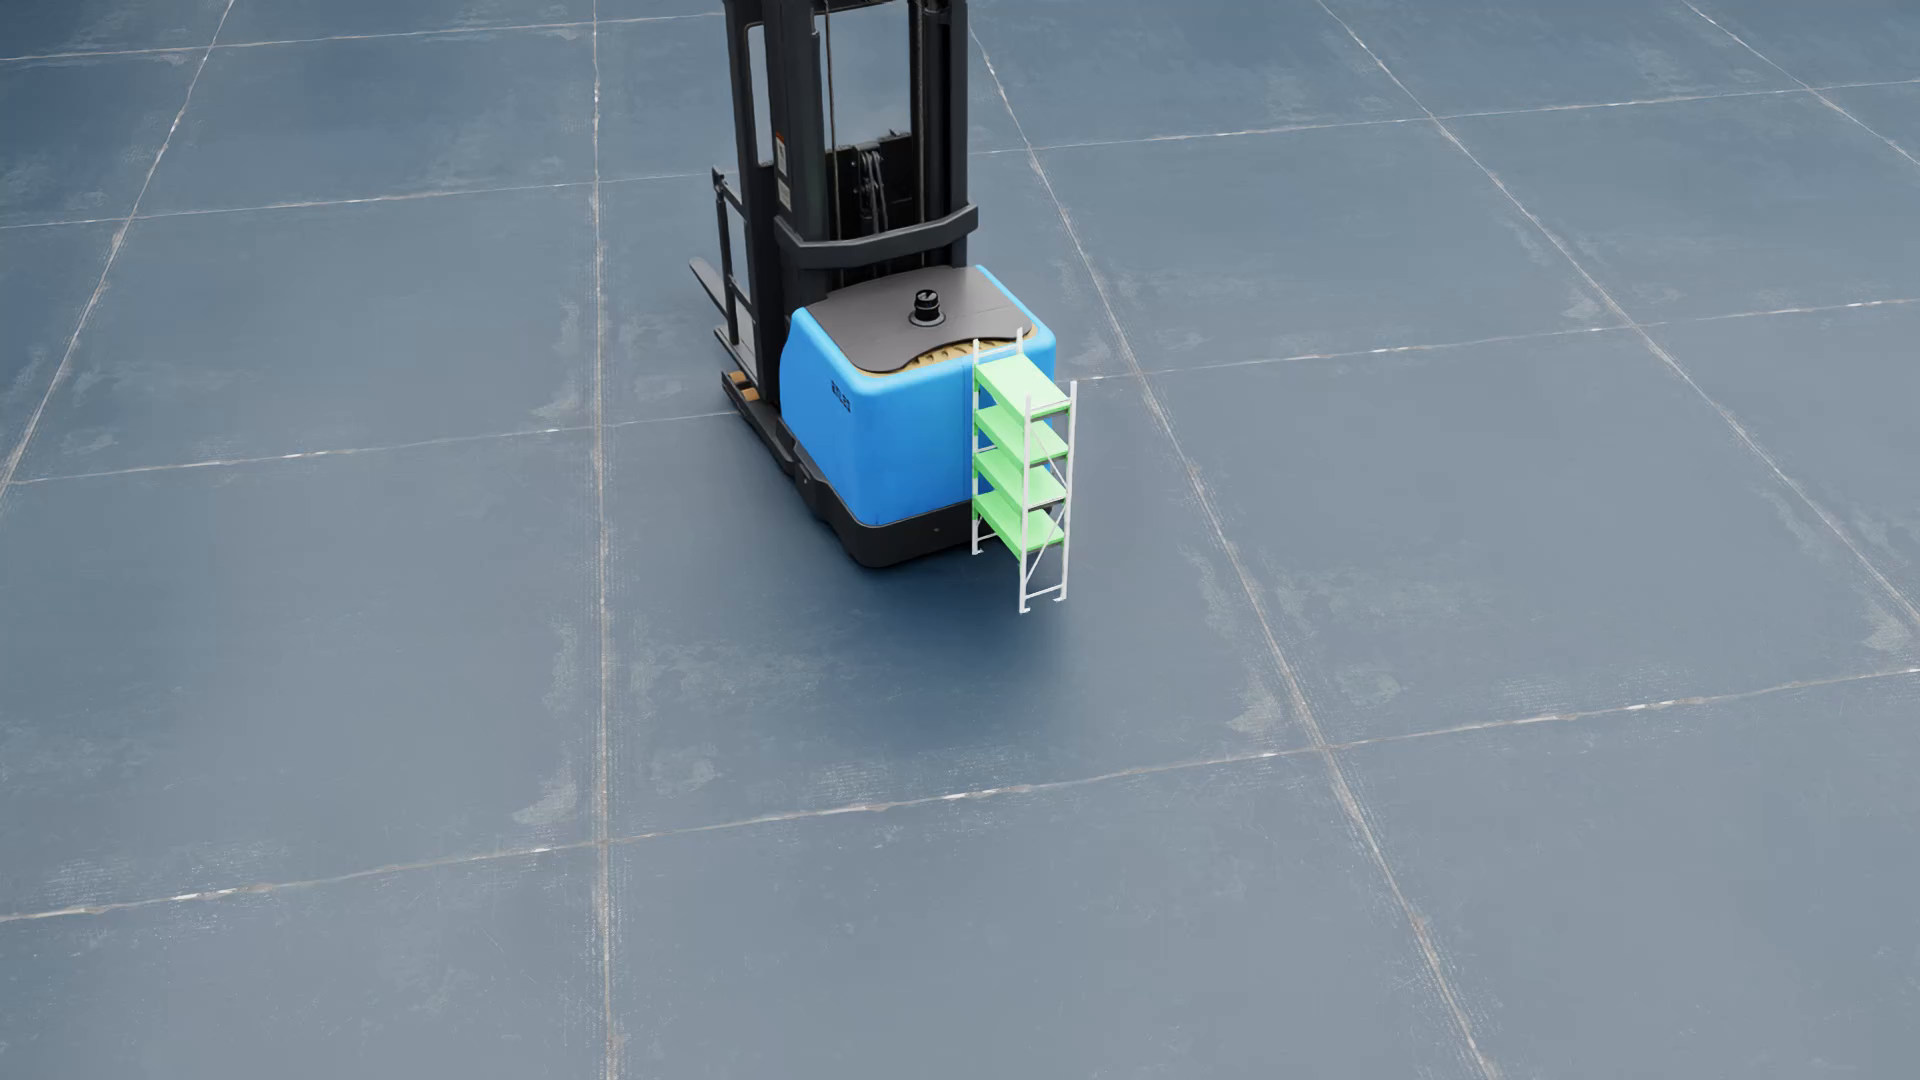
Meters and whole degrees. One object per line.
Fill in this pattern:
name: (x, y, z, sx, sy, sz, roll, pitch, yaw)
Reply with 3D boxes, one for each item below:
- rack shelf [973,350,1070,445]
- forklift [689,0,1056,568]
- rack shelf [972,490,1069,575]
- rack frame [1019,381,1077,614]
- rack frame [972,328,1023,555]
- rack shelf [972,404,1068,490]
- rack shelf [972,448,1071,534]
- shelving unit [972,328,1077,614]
rack shelf: (0.277, -0.630, 7.305, 0.258, 0.148, 0.480, -17, 41, -21)
forklift: (-0.649, -1.922, 8.235, 1.130, 2.935, 3.031, -17, 41, -21)
rack shelf: (0.277, -0.062, 7.747, 0.258, 0.148, 0.480, -17, 41, -21)
rack frame: (0.385, -0.168, 7.388, 0.240, 1.200, 0.015, -17, 41, -21)
rack frame: (0.169, -0.436, 7.733, 0.240, 1.200, 0.015, -17, 41, -21)
rack shelf: (0.277, -0.441, 7.452, 0.258, 0.148, 0.480, -17, 41, -21)
rack shelf: (0.277, -0.251, 7.599, 0.258, 0.148, 0.480, -17, 41, -21)
shelving unit: (0.277, -0.302, 7.560, 0.258, 1.200, 0.503, -17, 41, -21)
